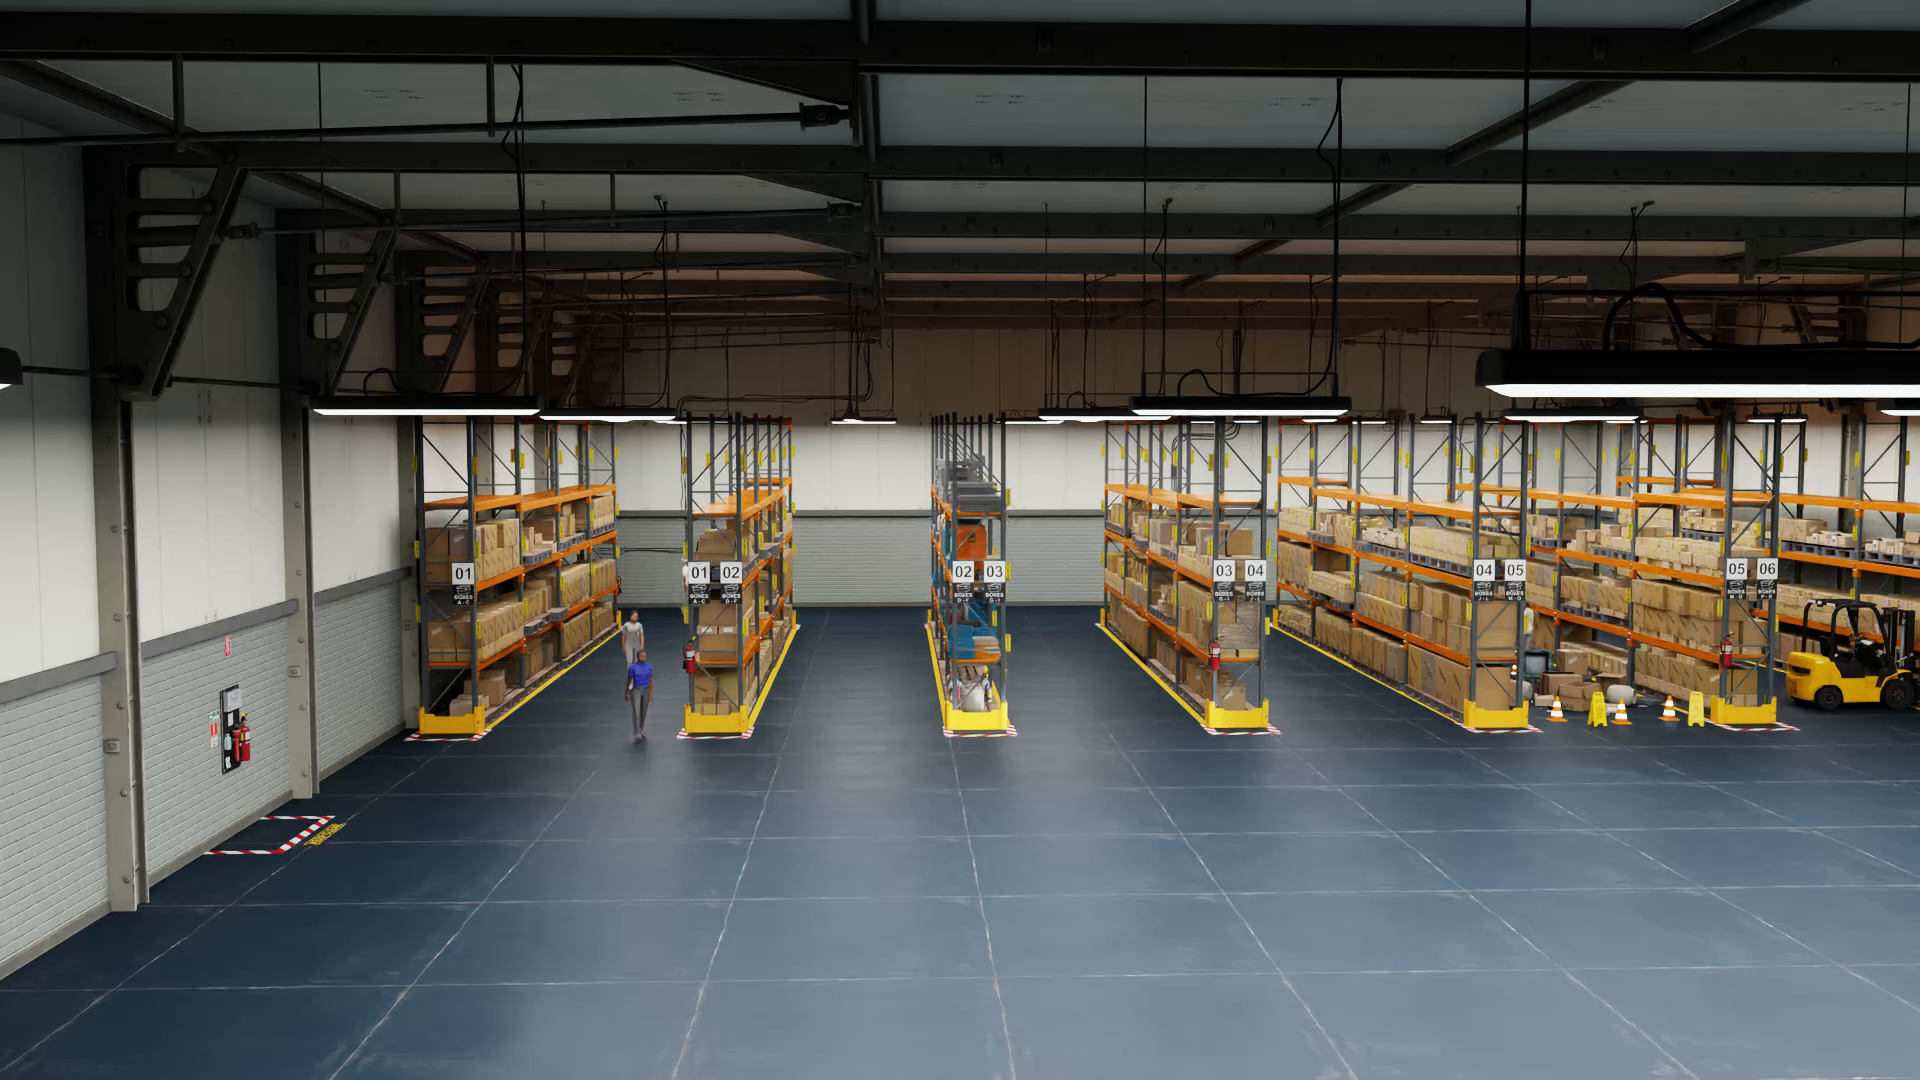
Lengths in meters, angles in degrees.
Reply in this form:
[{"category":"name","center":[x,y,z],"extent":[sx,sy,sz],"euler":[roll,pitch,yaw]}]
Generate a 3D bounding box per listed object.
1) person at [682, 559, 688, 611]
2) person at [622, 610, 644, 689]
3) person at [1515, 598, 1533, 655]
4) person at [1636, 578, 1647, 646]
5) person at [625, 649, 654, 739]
[{"category":"person","center":[-8.221,1.389,50.535],"extent":[0.445,1.767,0.607],"euler":[0,4,0]},{"category":"person","center":[-7.171,2.406,36.628],"extent":[0.462,1.687,0.690],"euler":[-2,4,-23]},{"category":"person","center":[13.369,2.189,39.367],"extent":[0.504,1.676,0.446],"euler":[-1,4,-12]},{"category":"person","center":[18.068,1.916,43.403],"extent":[0.547,1.814,0.547],"euler":[-2,4,-25]},{"category":"person","center":[-5.847,2.822,30.524],"extent":[0.508,1.616,0.909],"euler":[-2,5,-32]}]
